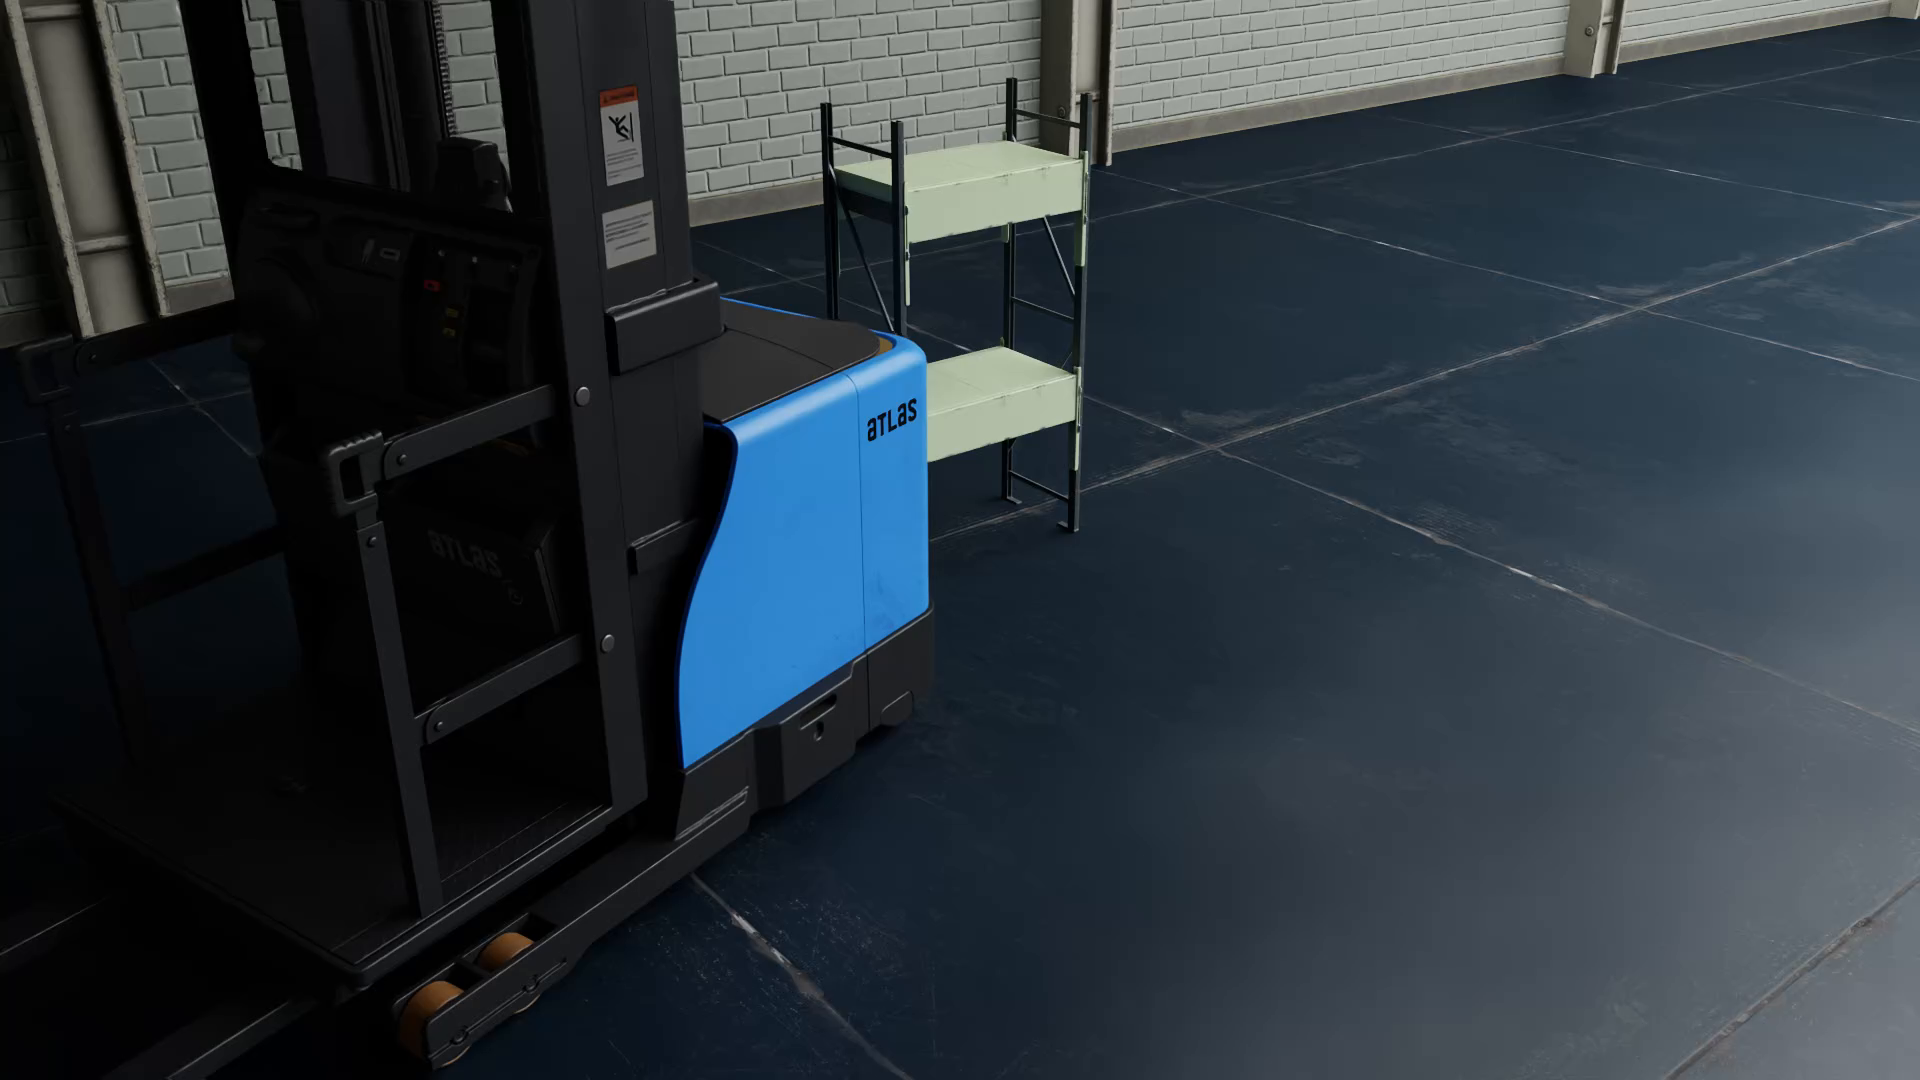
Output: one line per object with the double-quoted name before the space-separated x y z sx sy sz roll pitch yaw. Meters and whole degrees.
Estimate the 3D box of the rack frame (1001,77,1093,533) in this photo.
"rack frame" 0.283 -0.774 5.635 0.023 1.500 0.400 -18 31 -34

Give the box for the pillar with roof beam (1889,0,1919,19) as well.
"pillar with roof beam" 12.873 -8.299 12.943 0.400 9.000 9.100 -18 31 -34

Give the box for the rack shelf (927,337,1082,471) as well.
"rack shelf" -0.005 -0.383 5.568 0.720 0.370 0.431 -18 31 -34

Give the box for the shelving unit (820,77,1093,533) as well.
"shelving unit" -0.005 -0.679 5.431 0.755 1.500 0.431 -18 31 -34

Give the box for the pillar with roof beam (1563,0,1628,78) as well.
"pillar with roof beam" 8.152 -6.741 9.584 0.400 9.000 9.100 -18 31 -34

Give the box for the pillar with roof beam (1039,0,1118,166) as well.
"pillar with roof beam" 3.430 -5.182 6.226 0.400 9.000 9.100 -18 31 -34

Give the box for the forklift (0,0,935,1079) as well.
"forklift" -1.320 -0.479 3.300 1.130 2.935 3.031 16 29 31

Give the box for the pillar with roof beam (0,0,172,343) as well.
"pillar with roof beam" -1.291 -3.623 2.868 0.400 9.000 9.100 -18 31 -34

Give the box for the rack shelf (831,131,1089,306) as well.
"rack shelf" -0.005 -1.033 5.266 0.720 0.370 0.431 -18 31 -34

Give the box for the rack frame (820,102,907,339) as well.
"rack frame" -0.293 -0.583 5.226 0.023 1.500 0.400 -18 31 -34
